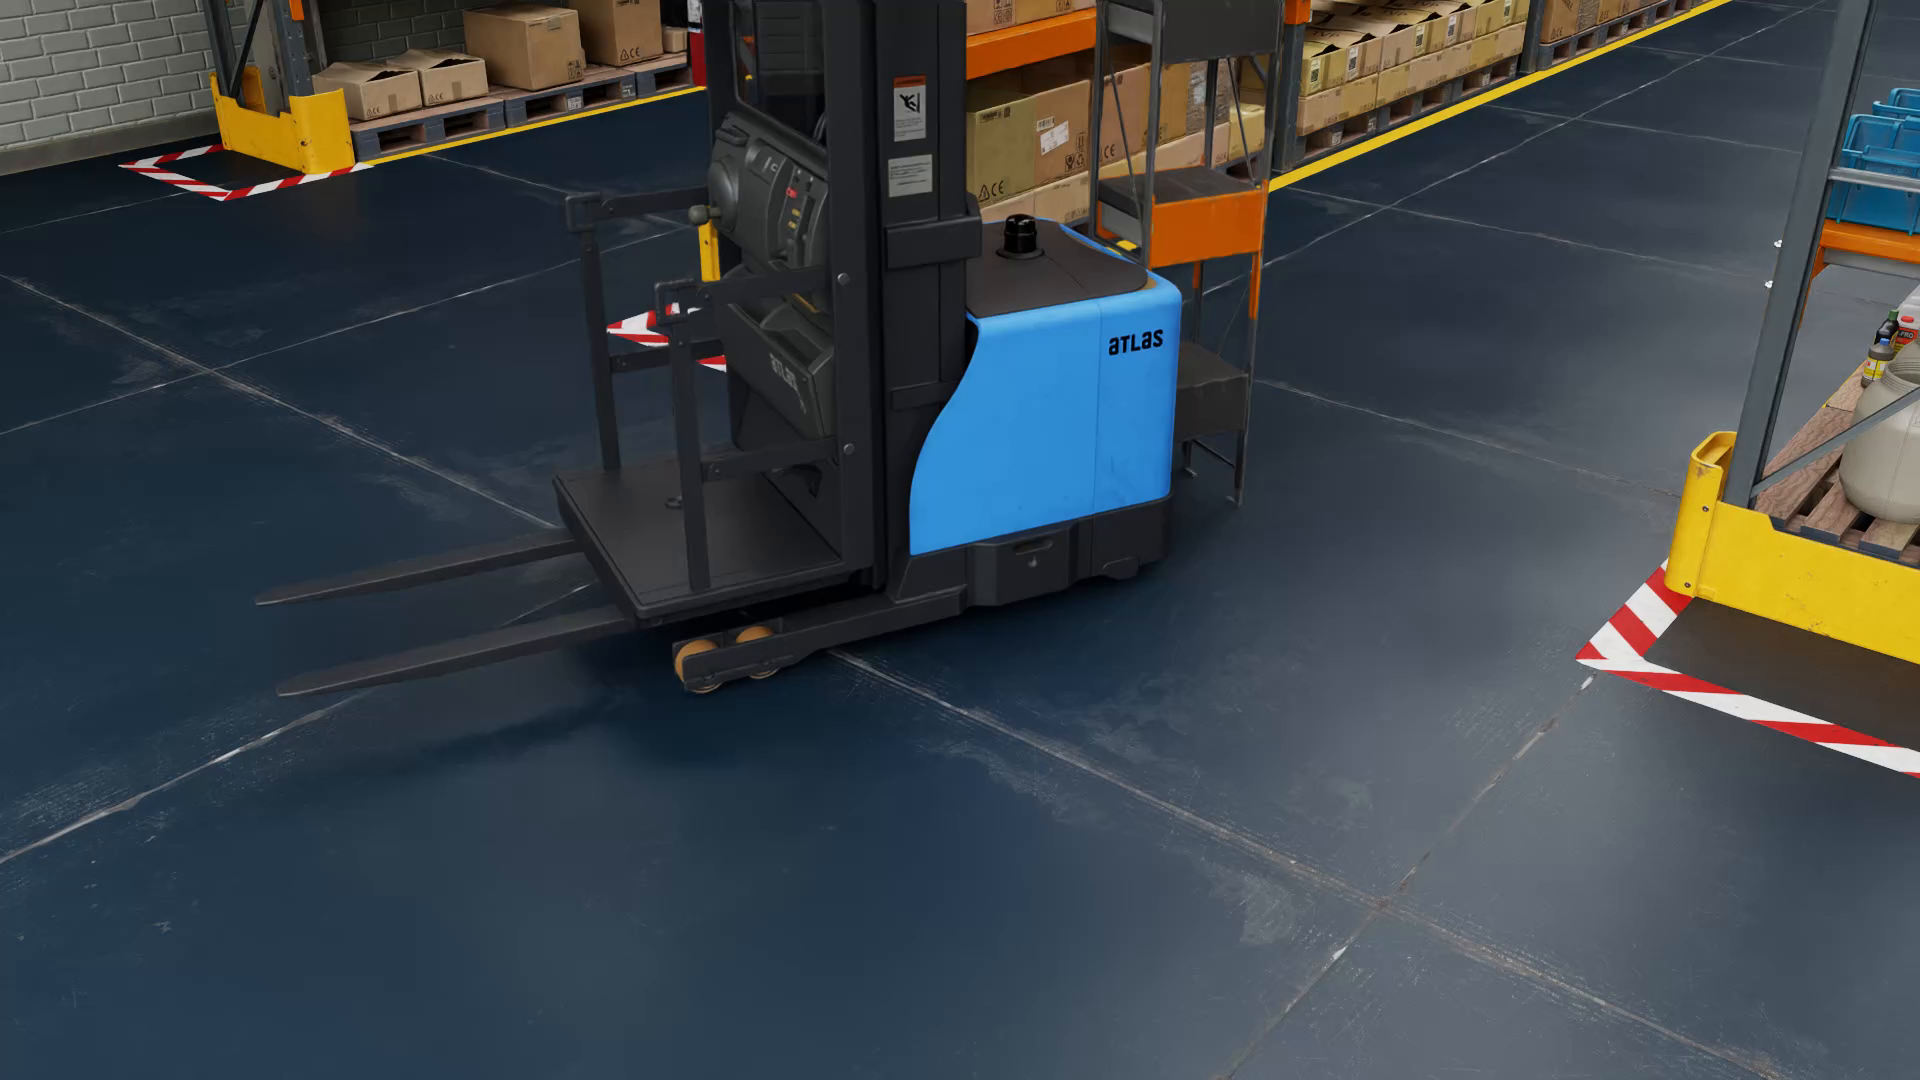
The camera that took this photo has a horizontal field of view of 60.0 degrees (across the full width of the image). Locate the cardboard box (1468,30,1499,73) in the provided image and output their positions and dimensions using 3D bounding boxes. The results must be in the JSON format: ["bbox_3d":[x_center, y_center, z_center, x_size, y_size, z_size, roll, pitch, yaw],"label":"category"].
[{"bbox_3d":[3.835,-3.825,12.915,0.500,0.250,0.500,20,34,34],"label":"cardboard box"}]

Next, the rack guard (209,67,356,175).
[{"bbox_3d":[-4.559,-2.828,11.173,1.175,0.500,0.348,21,34,34],"label":"rack guard"}]

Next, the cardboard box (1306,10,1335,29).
[{"bbox_3d":[2.444,-3.687,12.038,0.500,0.311,0.500,21,34,34],"label":"cardboard box"}]

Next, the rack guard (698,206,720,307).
[{"bbox_3d":[-0.797,-1.346,8.308,1.175,0.500,0.348,21,34,34],"label":"rack guard"}]

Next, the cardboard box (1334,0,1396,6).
[{"bbox_3d":[3.093,-4.047,12.733,0.500,0.311,0.500,20,33,33],"label":"cardboard box"}]

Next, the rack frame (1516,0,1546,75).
[{"bbox_3d":[4.306,-5.301,13.233,1.000,3.000,0.127,21,34,34],"label":"rack frame"}]

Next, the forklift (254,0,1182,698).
[{"bbox_3d":[-0.792,-1.091,5.169,3.031,2.935,1.130,-13,30,-23],"label":"forklift"}]

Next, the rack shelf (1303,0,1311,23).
[{"bbox_3d":[3.034,-4.273,12.028,1.077,0.370,4.000,21,34,34],"label":"rack shelf"}]

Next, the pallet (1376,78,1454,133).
[{"bbox_3d":[2.976,-3.352,12.499,1.003,0.211,1.213,21,34,34],"label":"pallet"}]

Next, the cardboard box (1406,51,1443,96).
[{"bbox_3d":[3.188,-3.464,12.218,0.500,0.250,0.500,22,34,35],"label":"cardboard box"}]

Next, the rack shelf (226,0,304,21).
[{"bbox_3d":[-3.335,-4.301,12.082,1.077,0.370,4.000,21,34,34],"label":"rack shelf"}]

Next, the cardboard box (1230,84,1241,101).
[{"bbox_3d":[1.802,-3.080,11.475,0.500,0.250,0.500,20,34,34],"label":"cardboard box"}]

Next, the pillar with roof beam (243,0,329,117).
[{"bbox_3d":[-1.507,-5.819,7.704,9.100,9.000,0.400,21,34,34],"label":"pillar with roof beam"}]

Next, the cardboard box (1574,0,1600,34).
[{"bbox_3d":[5.145,-4.652,14.219,0.500,0.500,0.500,19,33,33],"label":"cardboard box"}]

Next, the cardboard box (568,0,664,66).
[{"bbox_3d":[-2.692,-4.035,13.027,0.500,0.500,0.500,18,32,31],"label":"cardboard box"}]

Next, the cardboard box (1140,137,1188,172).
[{"bbox_3d":[1.003,-2.264,9.898,0.500,0.250,0.500,21,34,34],"label":"cardboard box"}]

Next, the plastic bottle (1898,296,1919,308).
[{"bbox_3d":[4.137,-0.911,7.233,0.152,0.276,0.135,20,33,33],"label":"plastic bottle"}]

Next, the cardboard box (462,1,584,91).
[{"bbox_3d":[-3.230,-3.663,12.308,0.700,0.500,0.500,18,33,31],"label":"cardboard box"}]

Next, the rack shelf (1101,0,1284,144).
[{"bbox_3d":[0.787,-1.703,5.763,0.480,0.518,0.431,-13,30,-23],"label":"rack shelf"}]

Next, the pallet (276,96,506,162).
[{"bbox_3d":[-4.015,-2.977,11.776,1.003,0.211,1.213,21,34,34],"label":"pallet"}]

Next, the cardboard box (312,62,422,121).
[{"bbox_3d":[-4.097,-3.132,11.486,0.500,0.311,0.500,17,32,29],"label":"cardboard box"}]

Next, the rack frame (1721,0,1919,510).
[{"bbox_3d":[3.038,-1.016,4.949,1.000,3.000,0.127,21,34,34],"label":"rack frame"}]

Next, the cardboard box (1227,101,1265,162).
[{"bbox_3d":[1.636,-2.620,10.586,0.500,0.250,0.500,21,34,34],"label":"cardboard box"}]

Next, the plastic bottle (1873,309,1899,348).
[{"bbox_3d":[3.928,-0.831,7.069,0.061,0.283,0.133,22,34,36],"label":"plastic bottle"}]

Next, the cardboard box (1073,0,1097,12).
[{"bbox_3d":[0.507,-3.221,9.103,0.700,0.500,0.500,22,35,36],"label":"cardboard box"}]

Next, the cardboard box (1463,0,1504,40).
[{"bbox_3d":[3.838,-4.072,12.782,0.500,0.311,0.500,20,34,34],"label":"cardboard box"}]

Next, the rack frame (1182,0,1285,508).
[{"bbox_3d":[1.006,-1.143,6.174,0.015,2.100,0.400,-13,30,-23],"label":"rack frame"}]

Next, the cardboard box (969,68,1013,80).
[{"bbox_3d":[-0.046,-2.399,9.343,0.500,0.500,0.500,21,34,34],"label":"cardboard box"}]

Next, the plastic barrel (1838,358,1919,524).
[{"bbox_3d":[3.397,-0.353,5.919,0.421,0.512,0.421,0,27,0],"label":"plastic barrel"}]

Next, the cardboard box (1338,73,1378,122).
[{"bbox_3d":[2.536,-3.100,11.513,0.500,0.250,0.500,22,34,36],"label":"cardboard box"}]

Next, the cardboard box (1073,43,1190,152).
[{"bbox_3d":[0.994,-2.601,9.732,0.500,0.500,0.500,21,34,34],"label":"cardboard box"}]

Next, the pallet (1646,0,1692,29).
[{"bbox_3d":[6.362,-5.182,16.036,1.003,0.211,1.213,21,34,34],"label":"pallet"}]

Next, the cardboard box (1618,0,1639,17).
[{"bbox_3d":[5.796,-5.015,14.920,0.500,0.500,0.500,19,33,33],"label":"cardboard box"}]

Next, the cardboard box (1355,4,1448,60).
[{"bbox_3d":[3.194,-3.717,12.095,0.500,0.311,0.500,22,34,36],"label":"cardboard box"}]

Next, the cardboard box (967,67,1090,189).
[{"bbox_3d":[0.355,-2.247,9.049,0.500,0.500,0.500,21,34,34],"label":"cardboard box"}]

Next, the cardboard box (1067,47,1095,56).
[{"bbox_3d":[0.590,-2.754,10.028,0.500,0.500,0.500,21,34,34],"label":"cardboard box"}]

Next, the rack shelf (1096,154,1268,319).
[{"bbox_3d":[0.787,-1.081,6.085,0.480,0.518,0.431,-13,30,-23],"label":"rack shelf"}]

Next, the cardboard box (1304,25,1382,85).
[{"bbox_3d":[2.540,-3.347,11.381,0.500,0.311,0.500,20,34,34],"label":"cardboard box"}]

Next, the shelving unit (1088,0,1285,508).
[{"bbox_3d":[0.787,-1.093,6.078,0.503,2.100,0.431,-13,30,-23],"label":"shelving unit"}]

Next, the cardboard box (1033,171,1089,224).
[{"bbox_3d":[0.364,-1.911,9.215,0.500,0.250,0.500,21,34,34],"label":"cardboard box"}]

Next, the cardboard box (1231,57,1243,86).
[{"bbox_3d":[1.798,-3.325,11.338,0.500,0.311,0.500,21,34,34],"label":"cardboard box"}]

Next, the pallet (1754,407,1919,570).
[{"bbox_3d":[3.571,-0.105,6.222,1.003,0.211,1.213,21,34,34],"label":"pallet"}]

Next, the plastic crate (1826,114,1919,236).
[{"bbox_3d":[3.125,-1.215,5.496,0.499,0.251,0.616,21,34,34],"label":"plastic crate"}]

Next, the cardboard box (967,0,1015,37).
[{"bbox_3d":[-0.145,-2.859,8.403,0.700,0.500,0.500,22,34,36],"label":"cardboard box"}]

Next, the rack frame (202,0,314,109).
[{"bbox_3d":[-4.607,-3.911,10.546,1.000,3.000,0.127,21,34,34],"label":"rack frame"}]

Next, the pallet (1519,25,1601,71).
[{"bbox_3d":[4.810,-4.316,14.364,1.003,0.211,1.213,21,34,34],"label":"pallet"}]

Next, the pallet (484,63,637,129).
[{"bbox_3d":[-3.238,-3.408,12.608,1.003,0.211,1.213,21,34,34],"label":"pallet"}]

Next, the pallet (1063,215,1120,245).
[{"bbox_3d":[0.448,-1.940,9.771,1.003,0.211,1.213,21,34,34],"label":"pallet"}]
